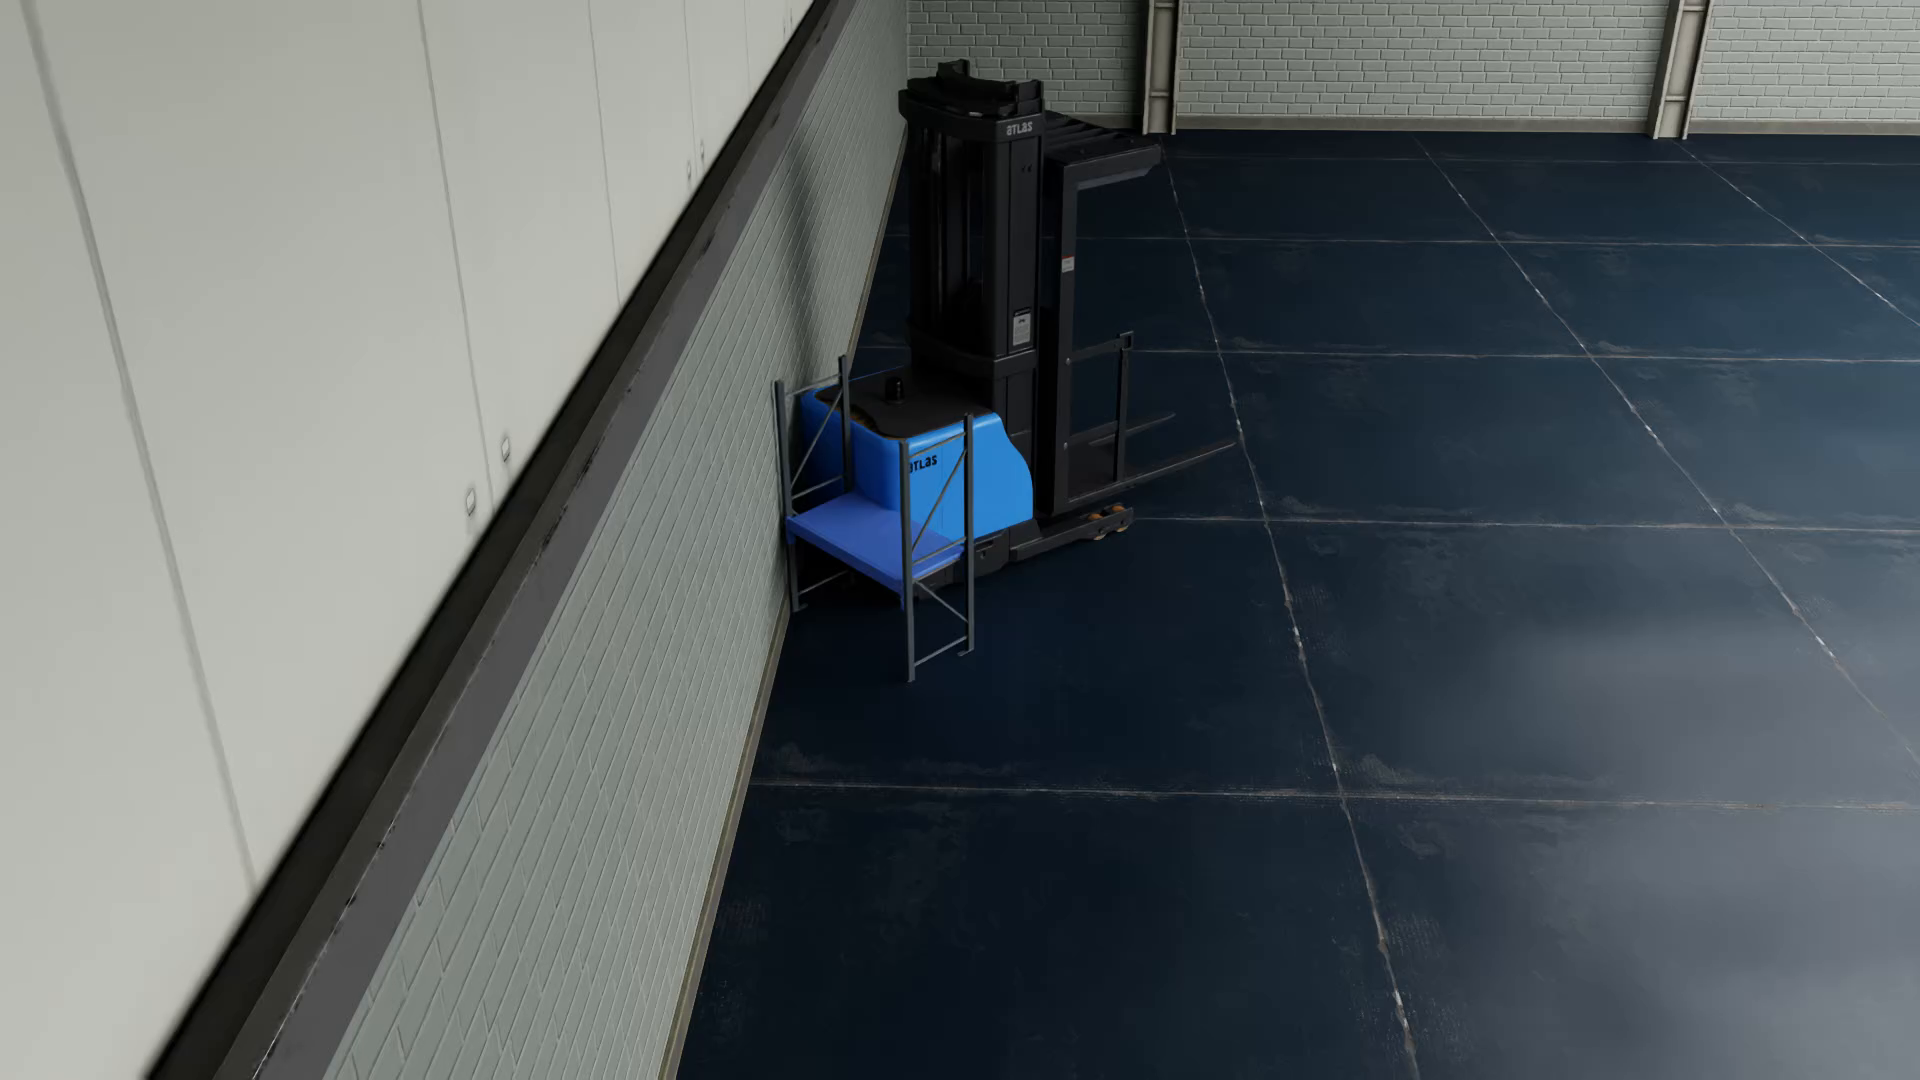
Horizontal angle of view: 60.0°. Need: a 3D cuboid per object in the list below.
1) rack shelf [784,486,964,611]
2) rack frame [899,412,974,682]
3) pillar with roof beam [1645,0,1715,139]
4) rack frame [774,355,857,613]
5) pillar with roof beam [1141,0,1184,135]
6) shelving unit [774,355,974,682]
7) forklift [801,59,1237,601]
[{"bbox_3d":[-0.467,0.033,9.381,0.538,0.185,1.000,-26,39,-36],"label":"rack shelf"},{"bbox_3d":[-0.116,0.064,8.973,0.500,1.500,0.032,-26,39,-36],"label":"rack frame"},{"bbox_3d":[8.215,-6.758,13.815,0.400,9.000,9.100,1,28,2],"label":"pillar with roof beam"},{"bbox_3d":[-0.820,-0.307,9.605,0.500,1.500,0.032,-26,39,-36],"label":"rack frame"},{"bbox_3d":[2.218,-6.857,14.002,0.400,9.000,9.100,1,28,2],"label":"pillar with roof beam"},{"bbox_3d":[-0.468,-0.121,9.289,0.538,1.500,1.048,-26,39,-36],"label":"shelving unit"},{"bbox_3d":[0.502,-1.472,10.323,3.031,2.935,1.130,-19,34,-32],"label":"forklift"}]
